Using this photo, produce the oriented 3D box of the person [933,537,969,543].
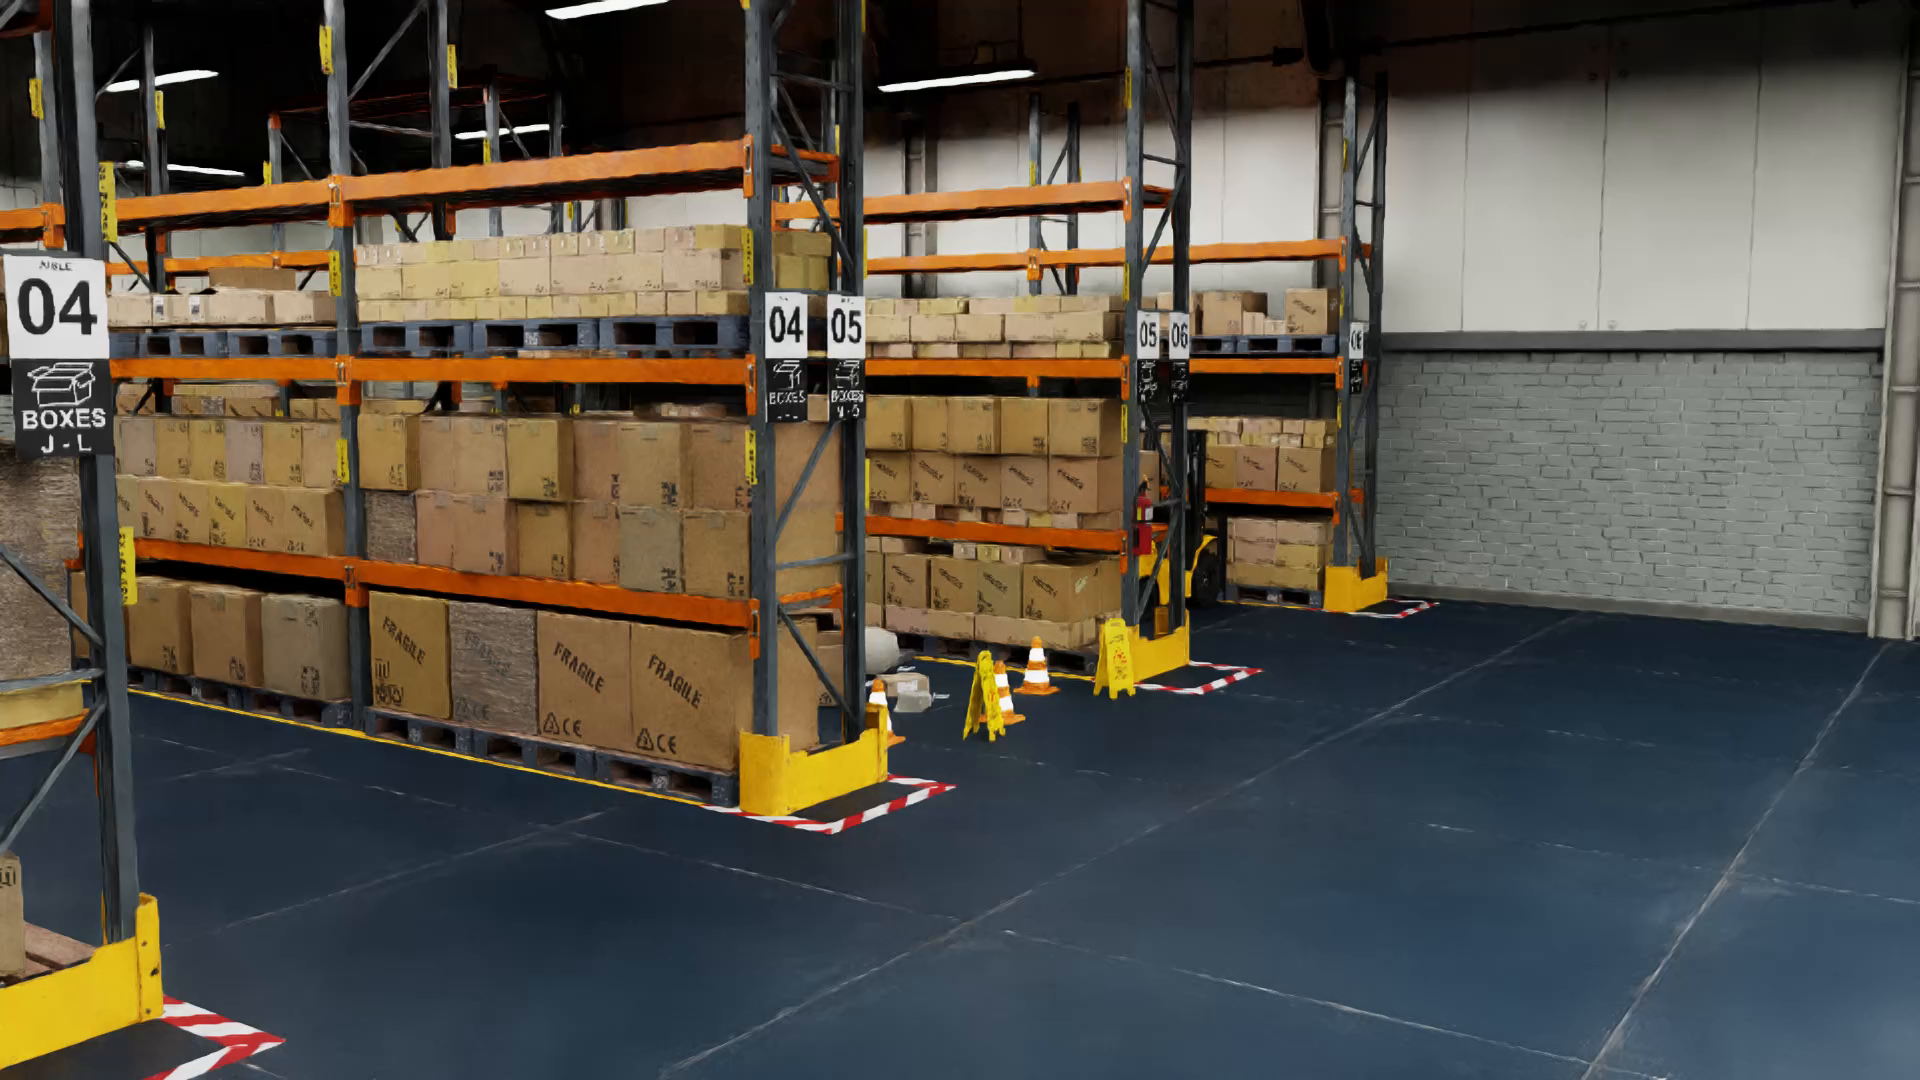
[{"bbox_3d":[-0.042,0.031,17.987,0.905,1.688,0.567,3,7,28],"label":"person"}]
